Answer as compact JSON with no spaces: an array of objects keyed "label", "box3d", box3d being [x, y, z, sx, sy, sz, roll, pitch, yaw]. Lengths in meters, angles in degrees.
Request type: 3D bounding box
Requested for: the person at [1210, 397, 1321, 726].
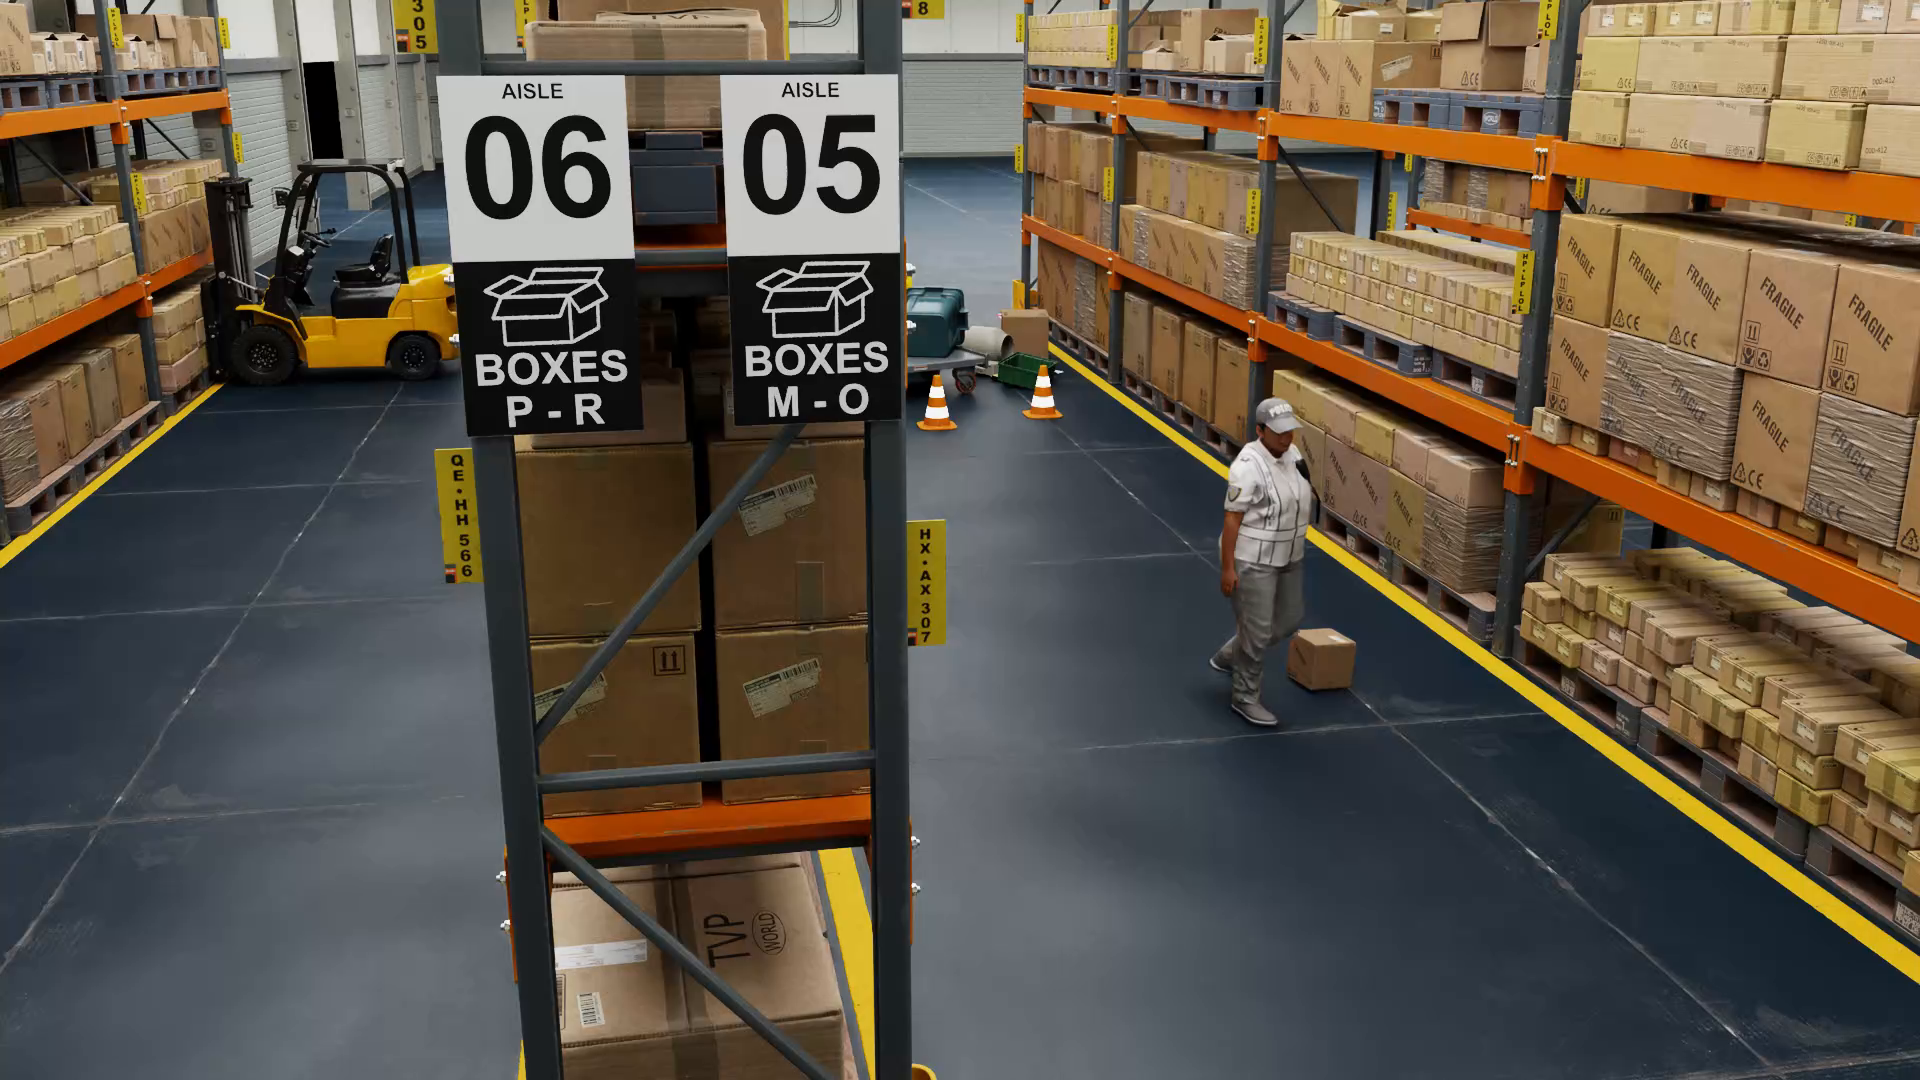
[{"label":"person","box3d":[1.481,0.082,8.268,0.560,1.656,0.558,-15,22,-41]}]
